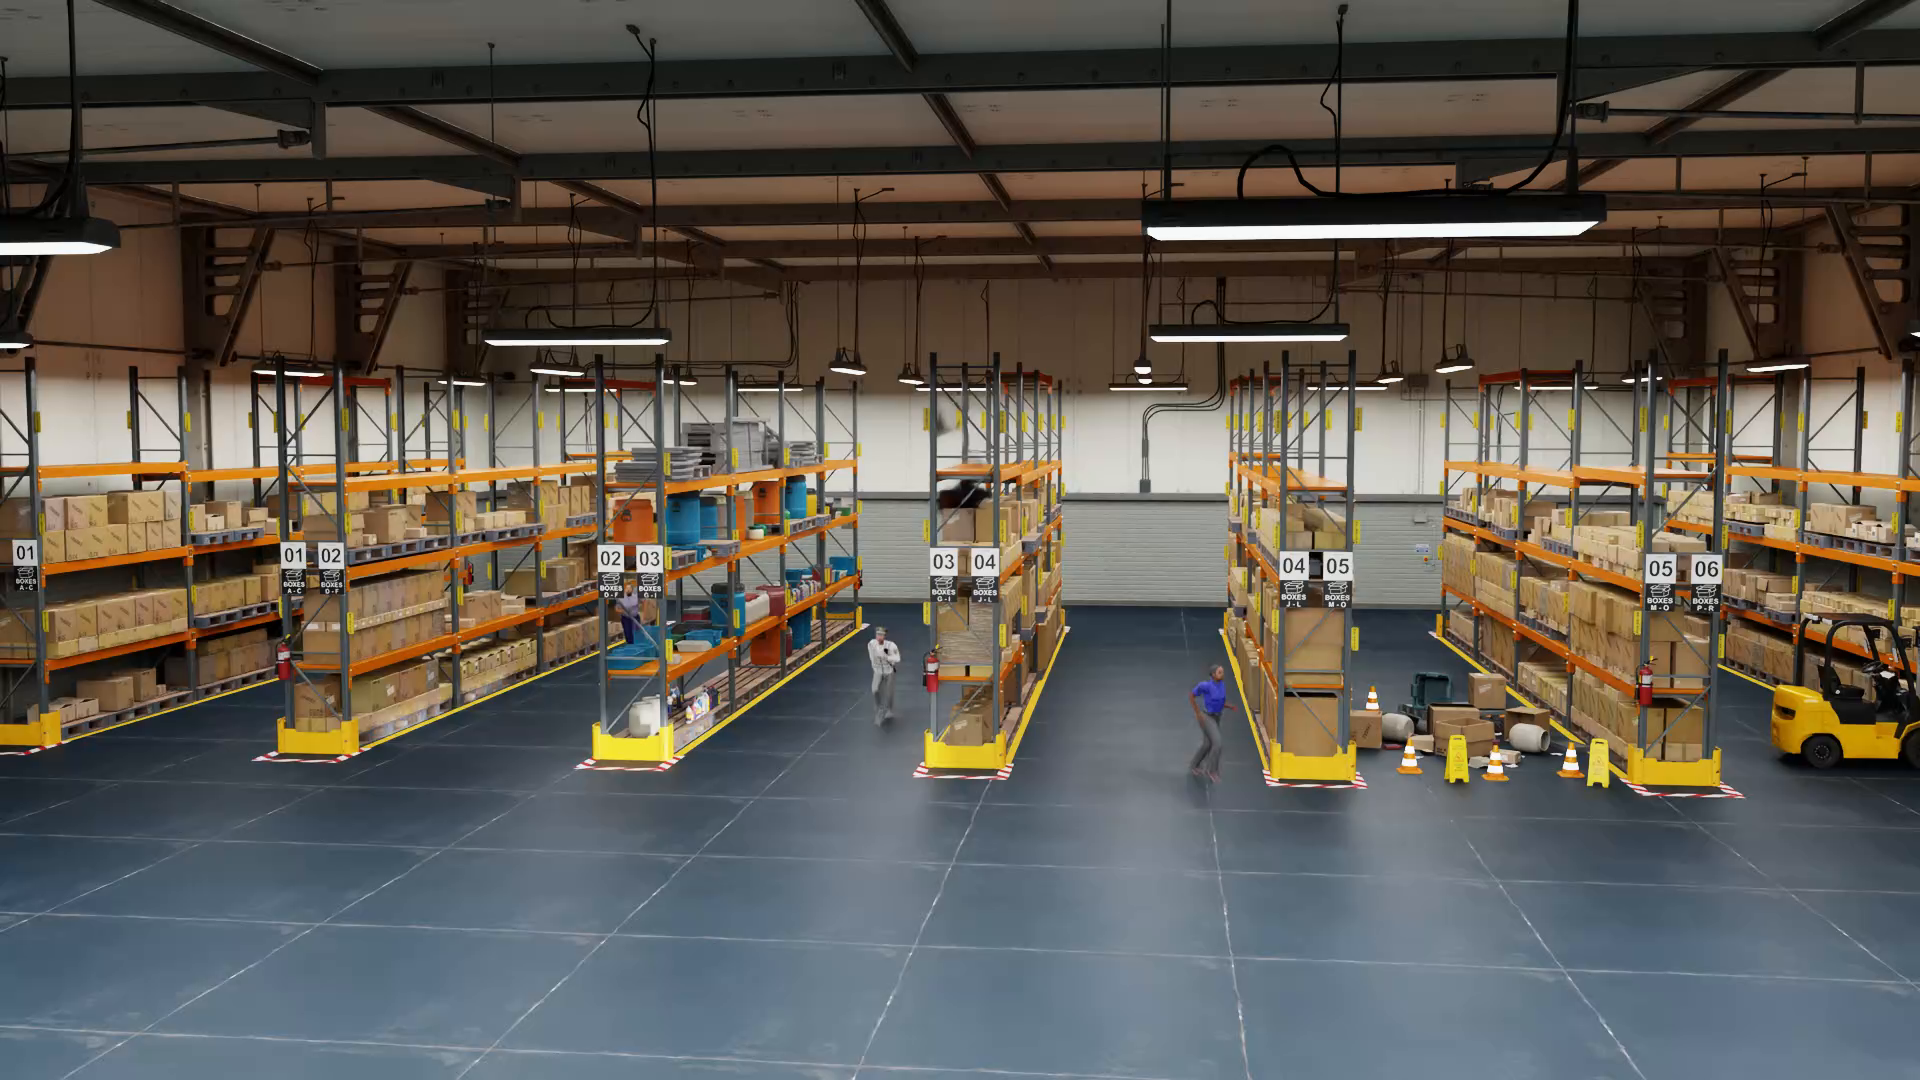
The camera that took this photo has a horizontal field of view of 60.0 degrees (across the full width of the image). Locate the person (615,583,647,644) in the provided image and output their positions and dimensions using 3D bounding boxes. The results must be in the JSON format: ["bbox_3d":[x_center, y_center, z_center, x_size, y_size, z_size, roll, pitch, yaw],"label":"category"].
[{"bbox_3d":[-6.871,1.752,34.723,0.635,1.717,0.844,0,4,-4],"label":"person"}]

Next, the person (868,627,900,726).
[{"bbox_3d":[-1.254,2.235,27.578,0.603,1.647,0.892,1,4,8],"label":"person"}]

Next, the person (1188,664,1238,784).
[{"bbox_3d":[3.505,2.566,23.205,0.832,1.706,0.507,4,6,44],"label":"person"}]
